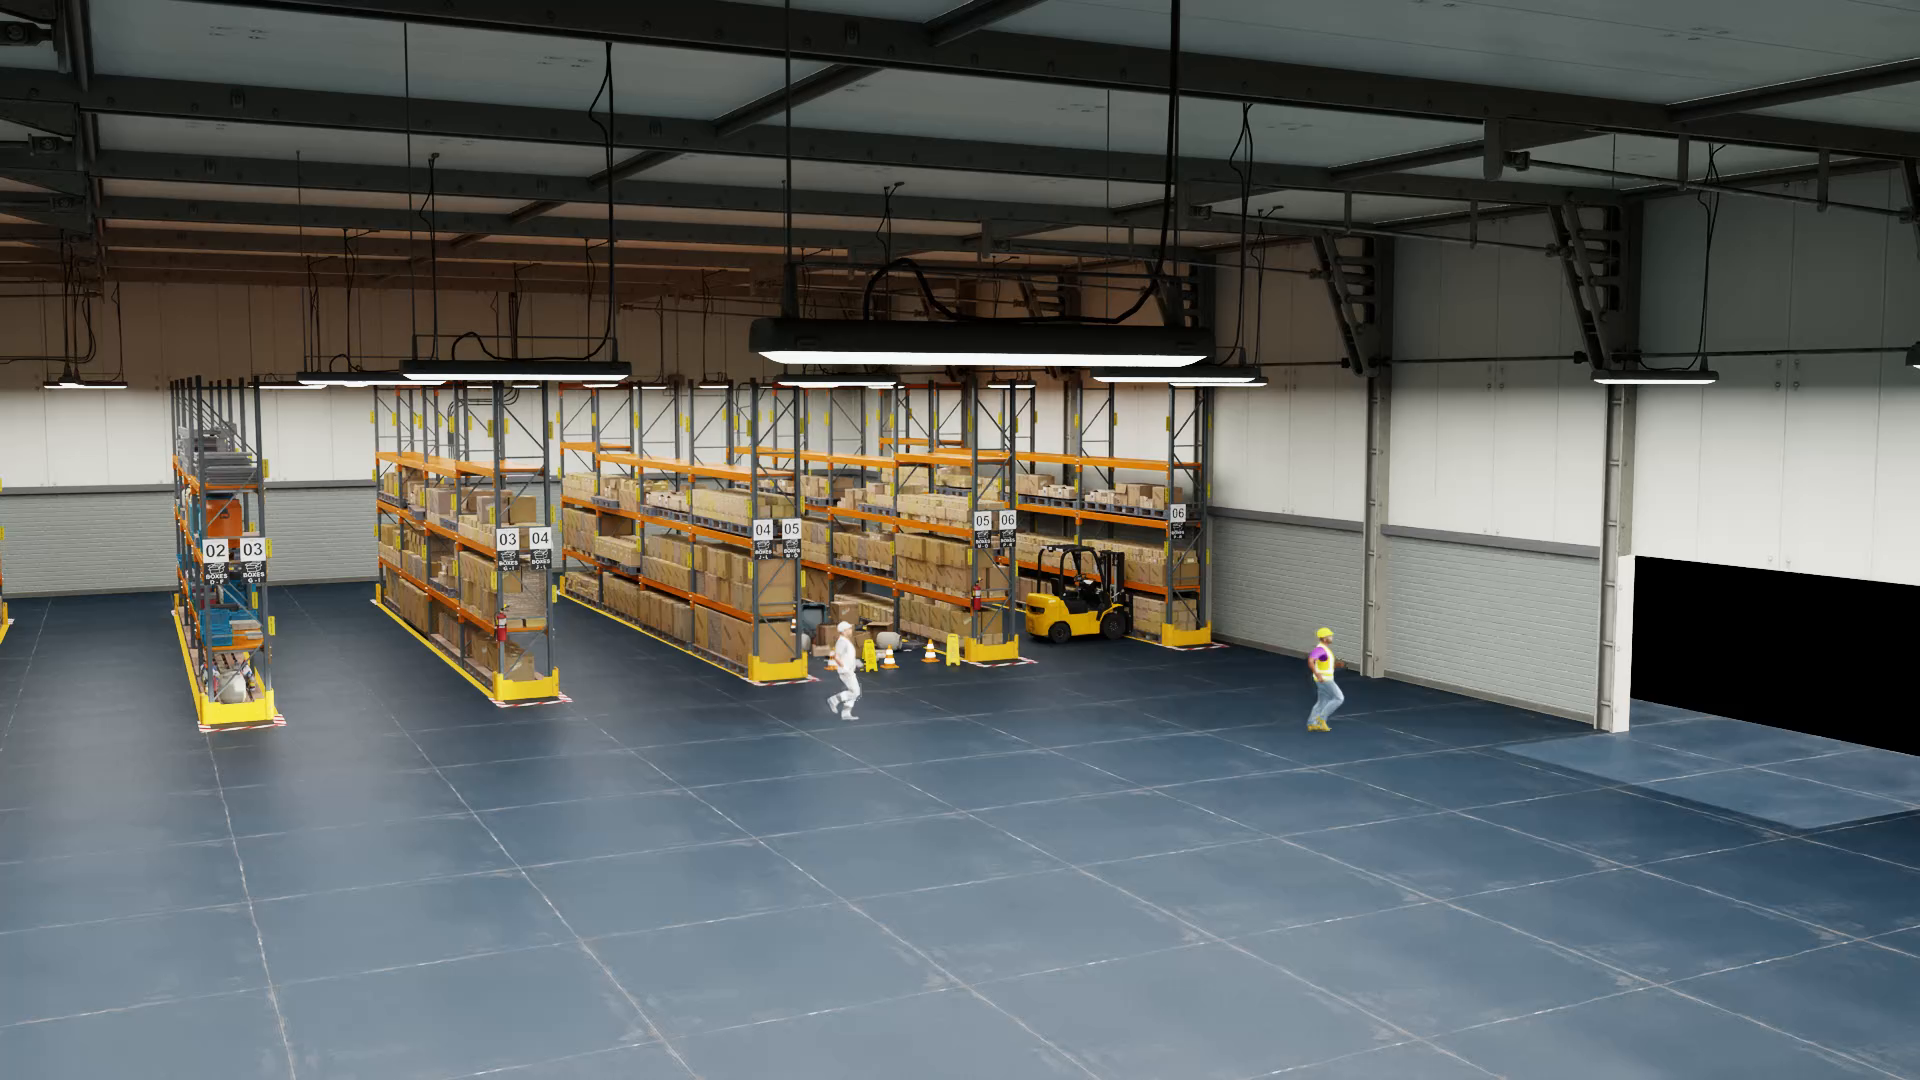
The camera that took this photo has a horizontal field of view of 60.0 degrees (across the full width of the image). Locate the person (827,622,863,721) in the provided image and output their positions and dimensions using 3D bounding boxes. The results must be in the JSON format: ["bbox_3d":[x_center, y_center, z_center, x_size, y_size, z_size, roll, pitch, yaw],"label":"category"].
[{"bbox_3d":[-2.007,2.284,28.966,0.606,1.738,0.657,0,5,3],"label":"person"}]

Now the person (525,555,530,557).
[{"bbox_3d":[-11.512,0.870,44.749,0.677,1.797,0.899,-1,5,-15],"label":"person"}]

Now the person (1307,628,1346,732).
[{"bbox_3d":[6.170,2.350,28.009,0.662,1.737,0.691,1,5,9],"label":"person"}]
